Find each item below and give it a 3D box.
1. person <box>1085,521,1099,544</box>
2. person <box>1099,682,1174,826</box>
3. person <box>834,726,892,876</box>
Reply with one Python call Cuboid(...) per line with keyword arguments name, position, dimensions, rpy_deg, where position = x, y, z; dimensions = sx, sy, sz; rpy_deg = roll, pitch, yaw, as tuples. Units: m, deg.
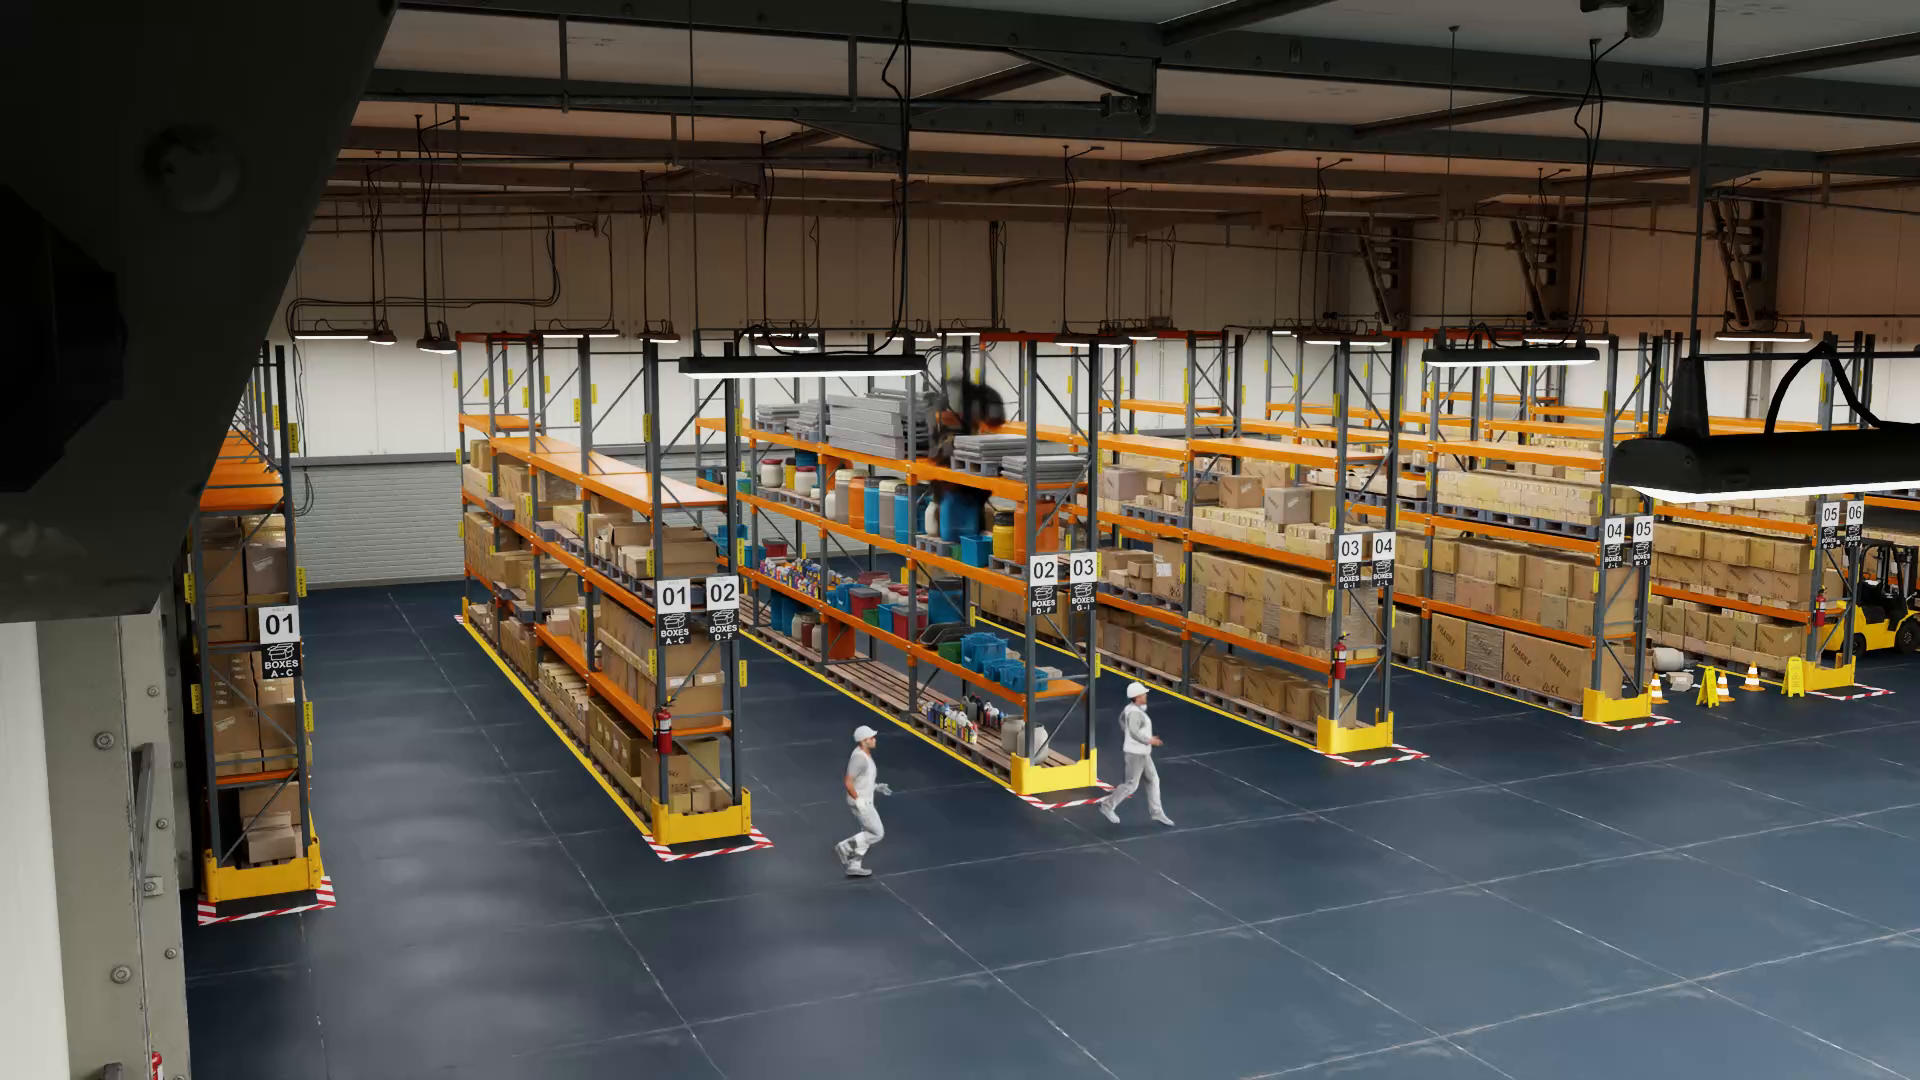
Cuboid(name="person", position=(2.937, 0.366, 38.142), dimensions=(0.546, 1.646, 0.671), rpy_deg=(-3, 8, -20))
Cuboid(name="person", position=(2.224, 2.662, 20.761), dimensions=(0.930, 1.787, 0.700), rpy_deg=(1, 8, 9))
Cuboid(name="person", position=(-1.097, 2.954, 18.805), dimensions=(0.636, 1.734, 0.663), rpy_deg=(0, 8, 2))
